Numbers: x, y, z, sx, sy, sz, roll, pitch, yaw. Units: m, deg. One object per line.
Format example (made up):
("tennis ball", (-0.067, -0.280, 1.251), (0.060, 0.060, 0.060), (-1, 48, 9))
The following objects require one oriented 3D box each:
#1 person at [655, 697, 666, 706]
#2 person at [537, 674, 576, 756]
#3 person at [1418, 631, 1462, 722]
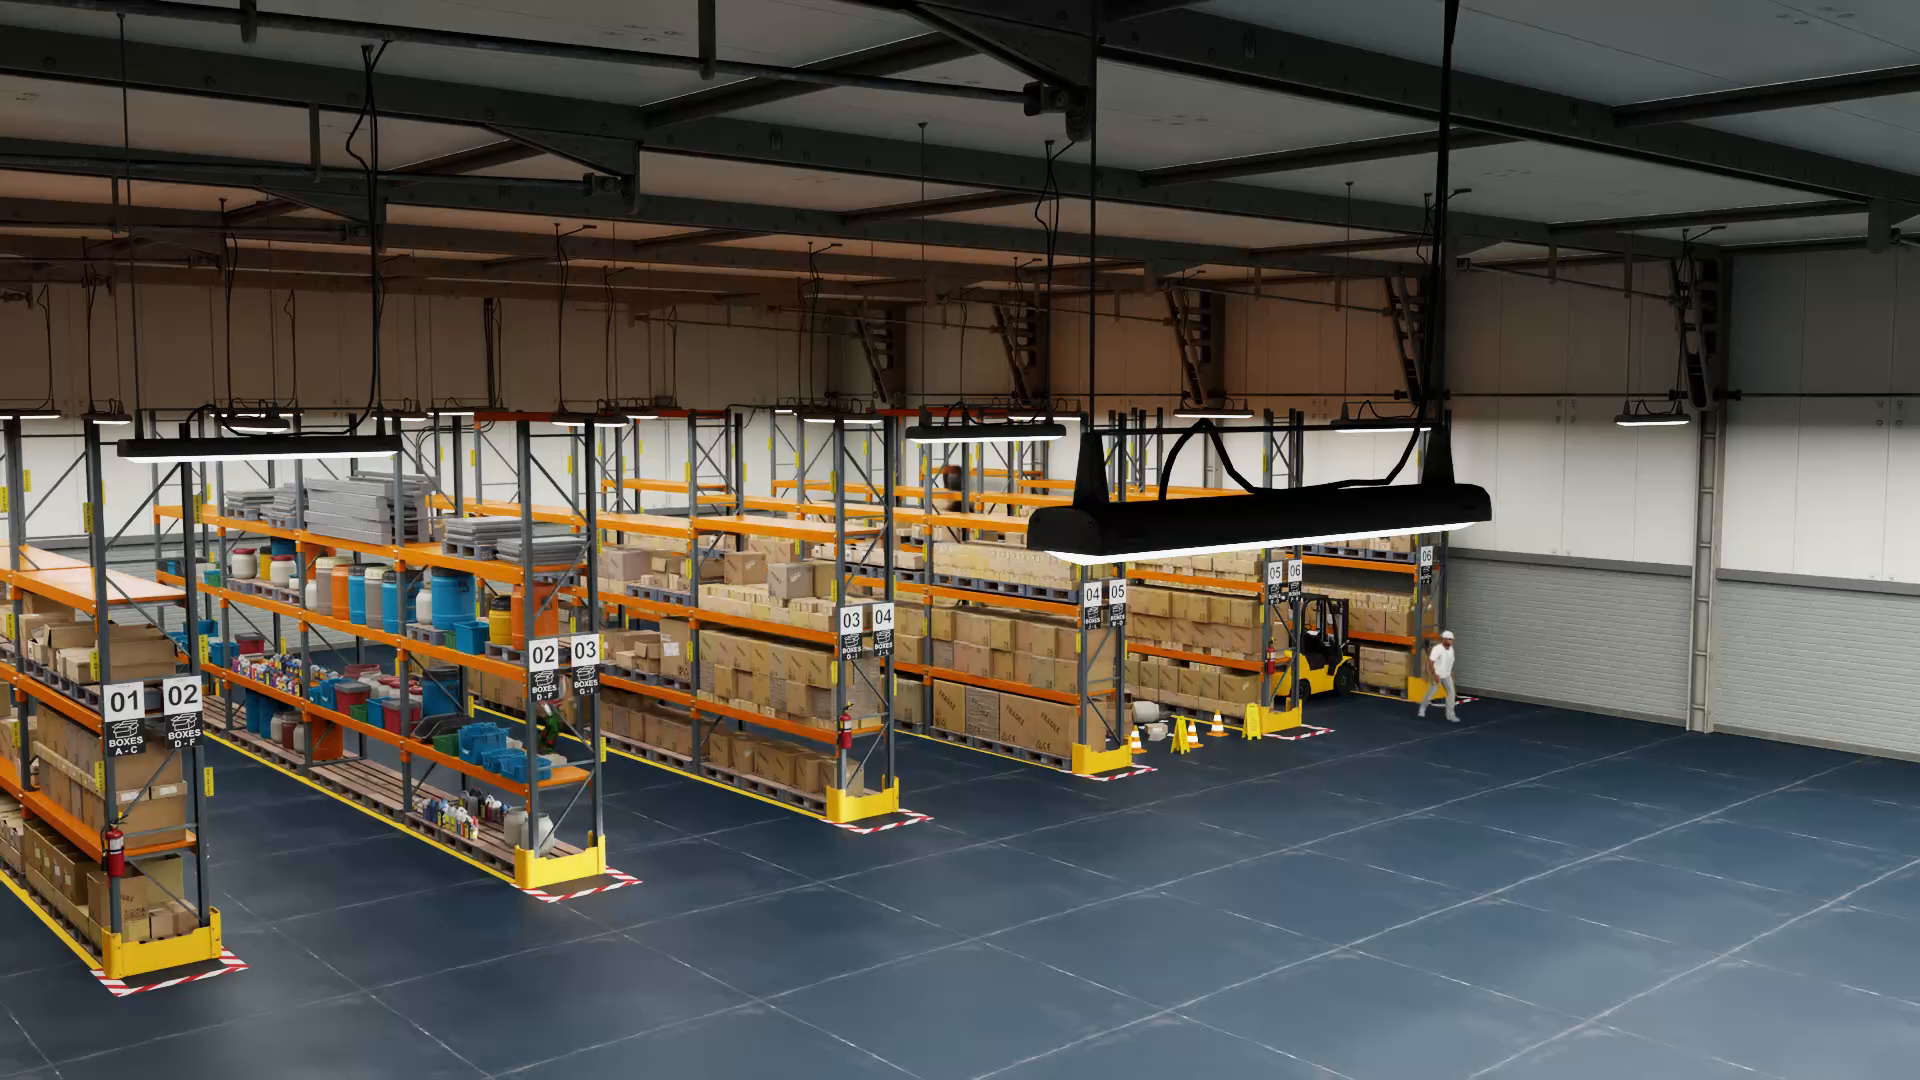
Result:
("person", (-5.905, 2.708, 32.677), (0.581, 1.526, 0.539), (5, 7, 42))
("person", (-7.146, 2.936, 29.089), (0.892, 1.699, 0.673), (2, 6, 26))
("person", (9.296, 2.609, 32.126), (0.718, 1.726, 0.902), (-4, 6, -36))
